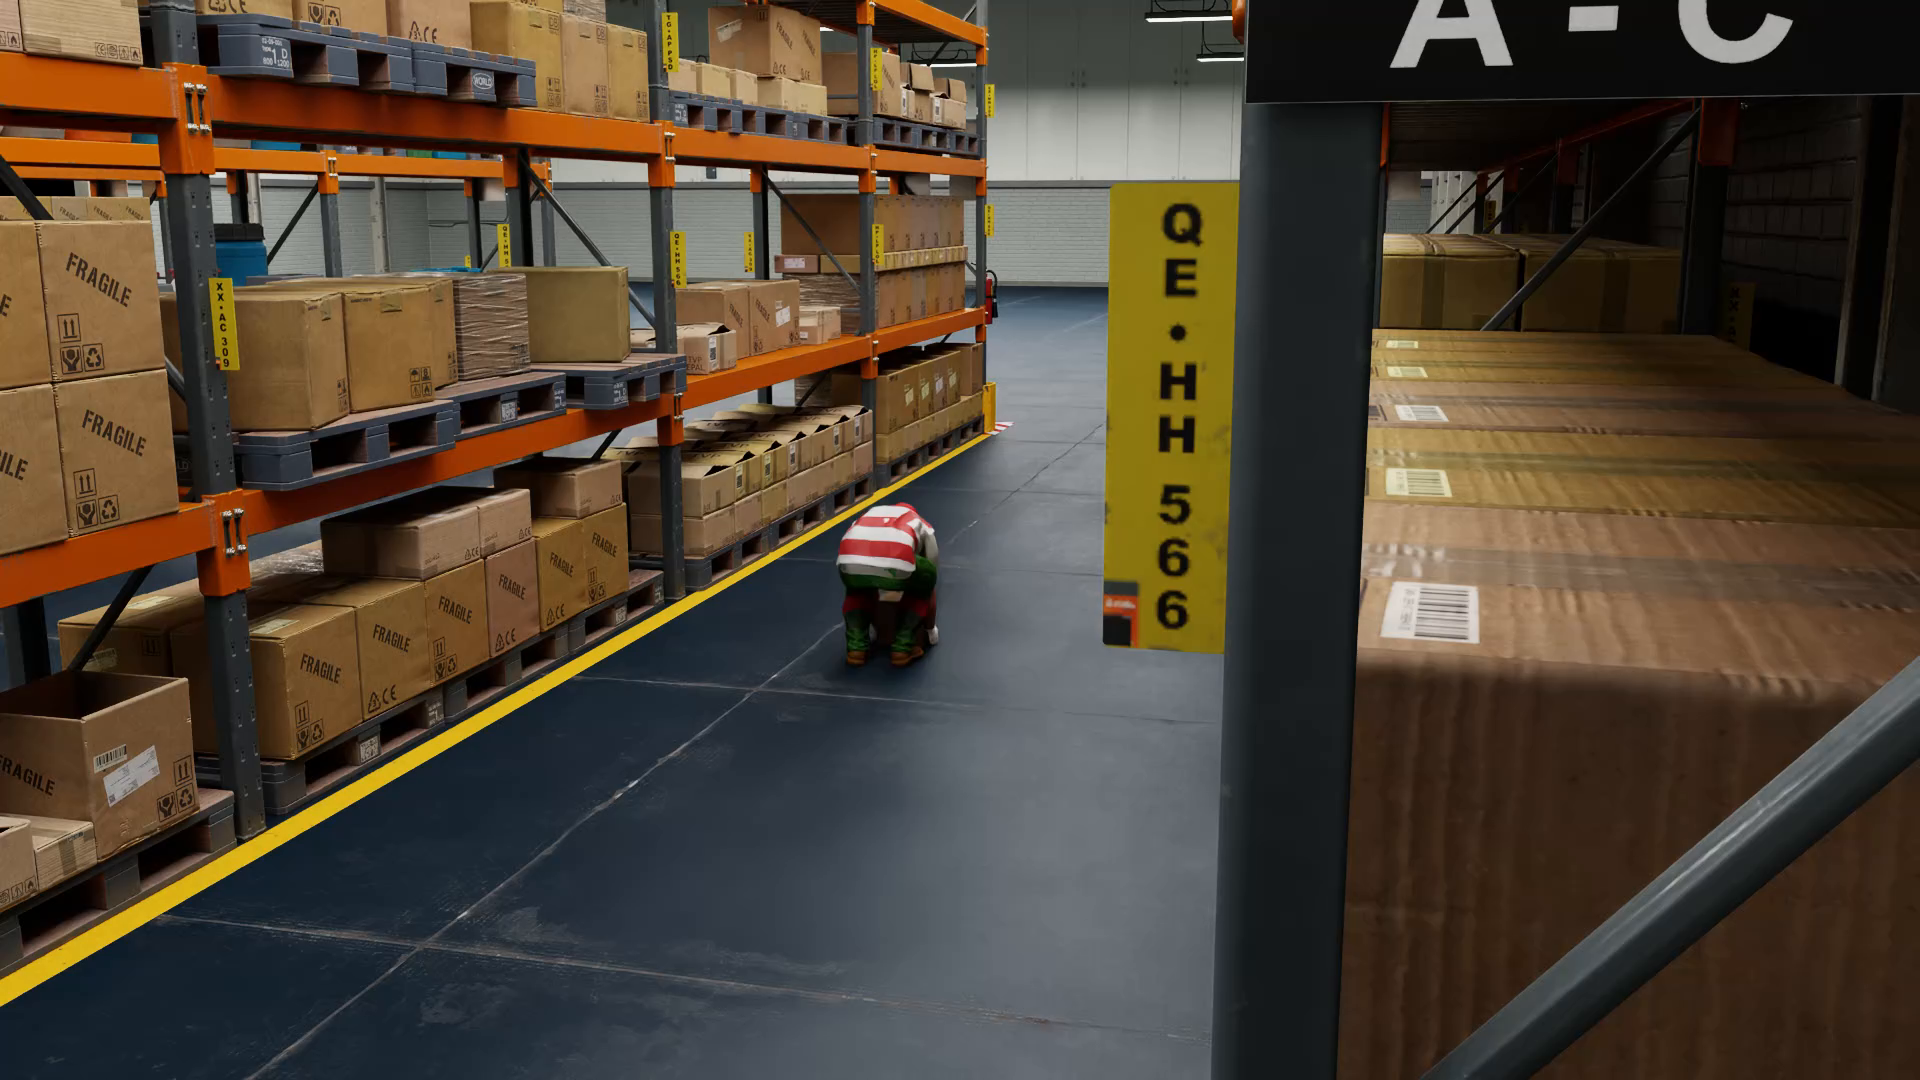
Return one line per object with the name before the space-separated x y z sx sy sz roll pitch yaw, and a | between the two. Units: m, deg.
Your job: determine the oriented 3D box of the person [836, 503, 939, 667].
person | -0.372 0.230 8.823 0.521 0.821 0.964 2 12 12
